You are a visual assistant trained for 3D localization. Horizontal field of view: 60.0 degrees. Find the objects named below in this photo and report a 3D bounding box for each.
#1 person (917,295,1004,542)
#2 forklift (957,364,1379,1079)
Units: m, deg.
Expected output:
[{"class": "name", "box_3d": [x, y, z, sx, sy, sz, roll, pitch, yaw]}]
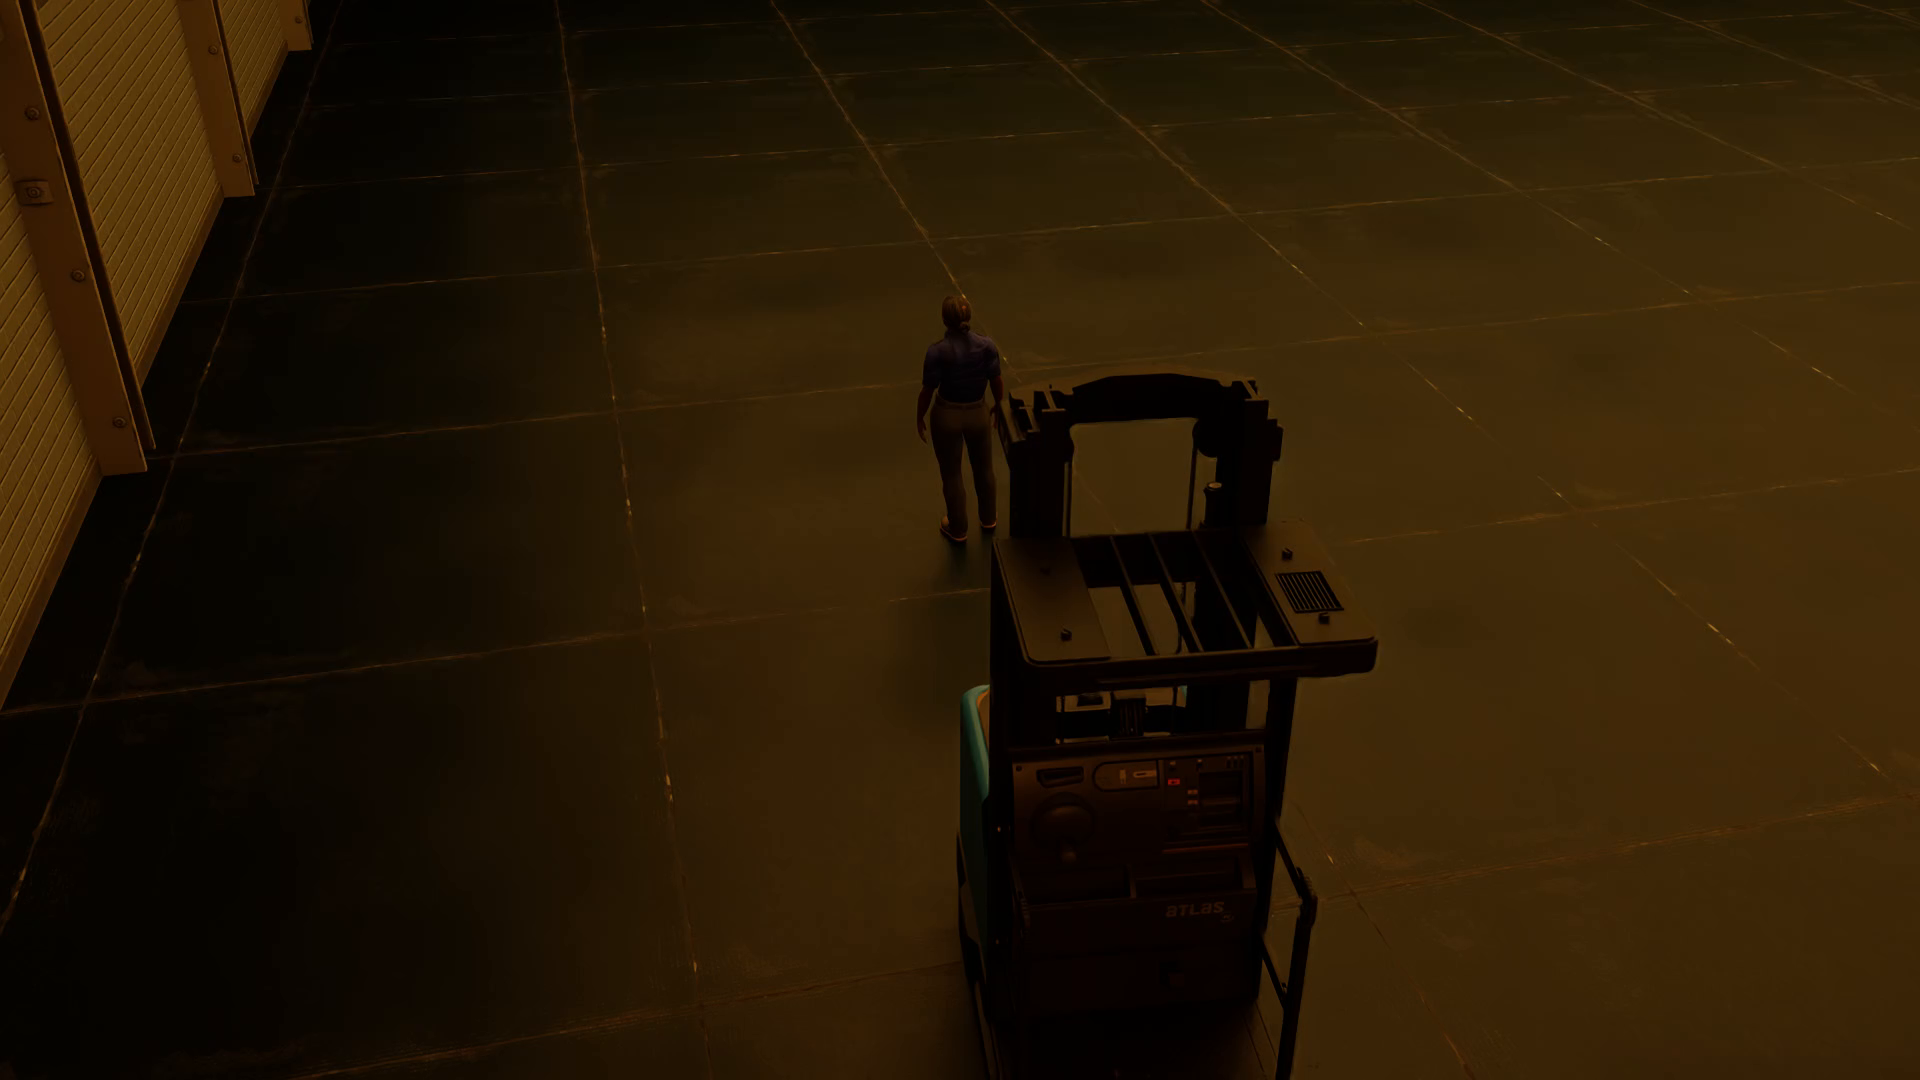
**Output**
[{"class": "person", "box_3d": [-0.001, -0.767, 10.160, 0.569, 1.654, 0.504, -7, 31, -12]}, {"class": "forklift", "box_3d": [0.678, 0.999, 5.848, 1.130, 2.935, 3.031, -4, 30, -6]}]
